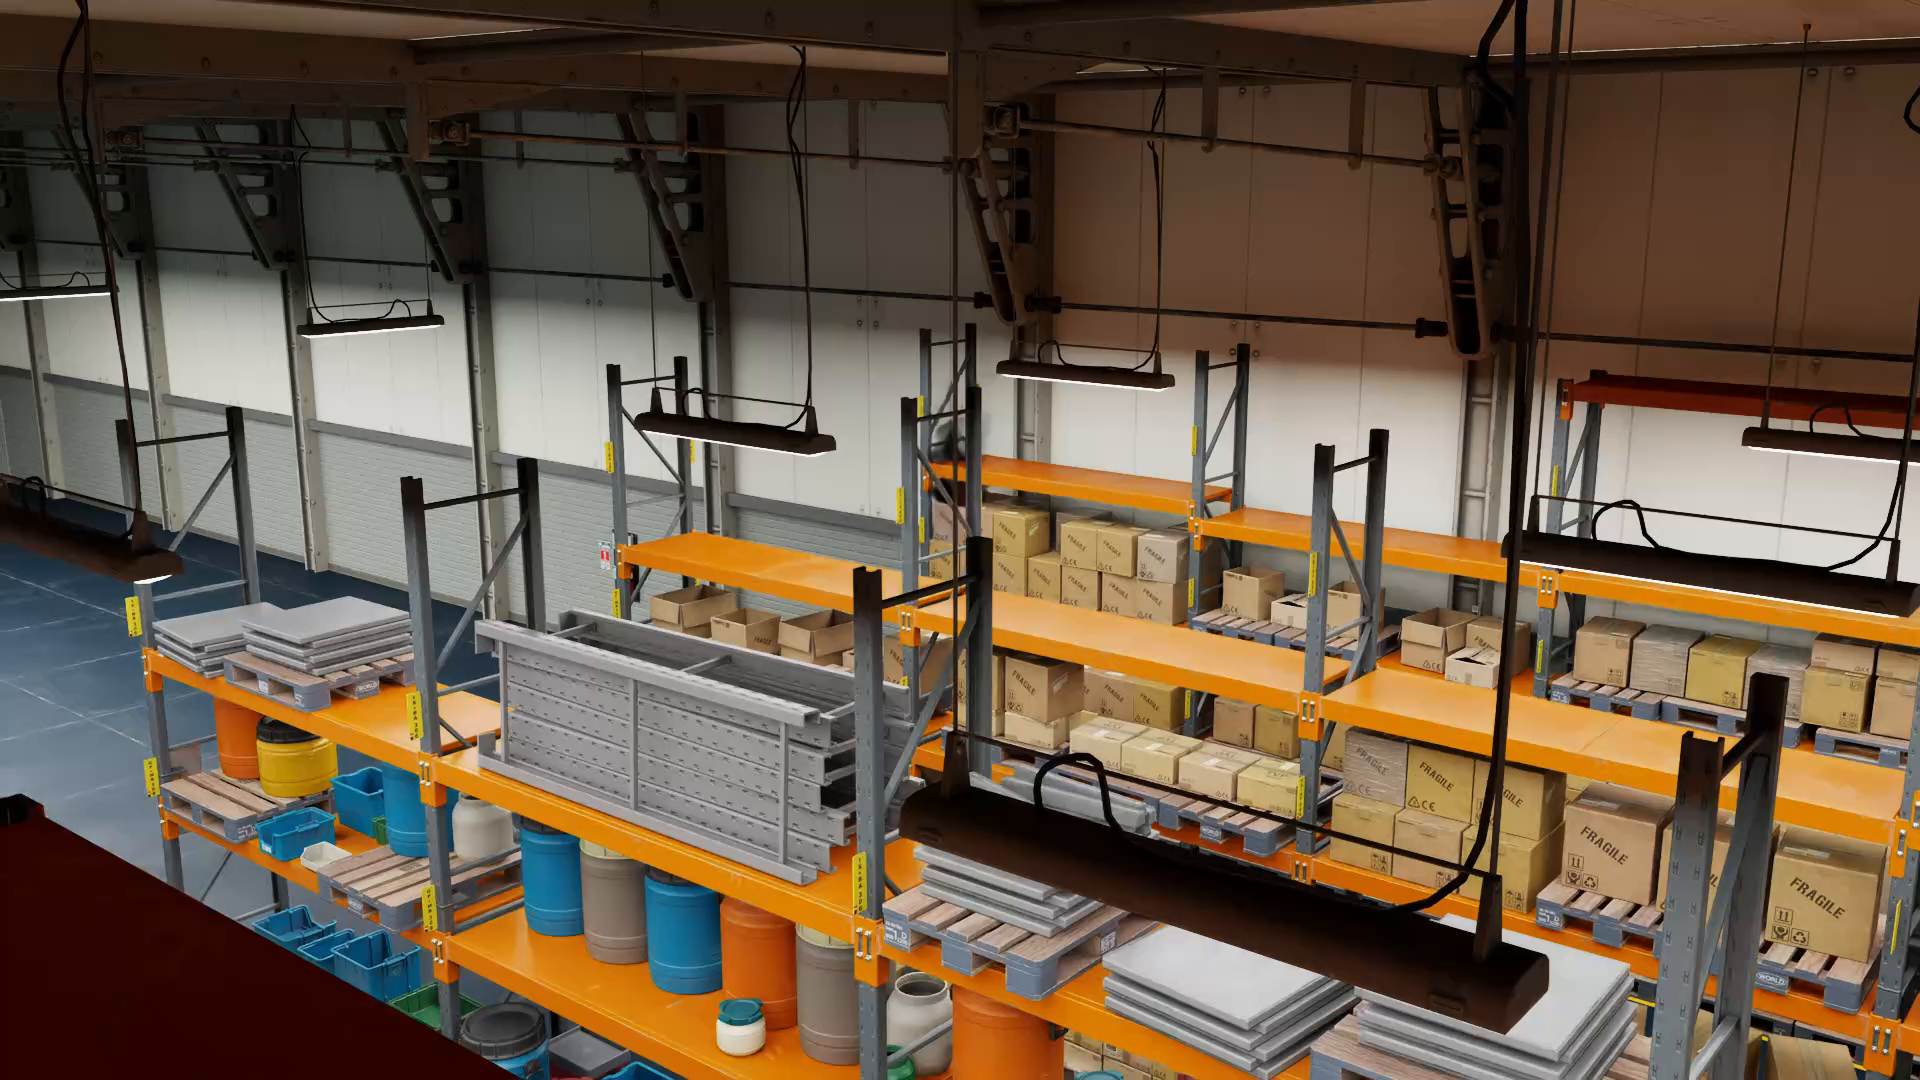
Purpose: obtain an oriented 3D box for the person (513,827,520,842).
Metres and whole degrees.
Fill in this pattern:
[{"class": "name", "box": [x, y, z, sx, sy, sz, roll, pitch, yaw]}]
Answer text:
[{"class": "person", "box": [-5.323, 3.027, 19.085, 0.878, 1.694, 0.584, -7, 14, -28]}]
